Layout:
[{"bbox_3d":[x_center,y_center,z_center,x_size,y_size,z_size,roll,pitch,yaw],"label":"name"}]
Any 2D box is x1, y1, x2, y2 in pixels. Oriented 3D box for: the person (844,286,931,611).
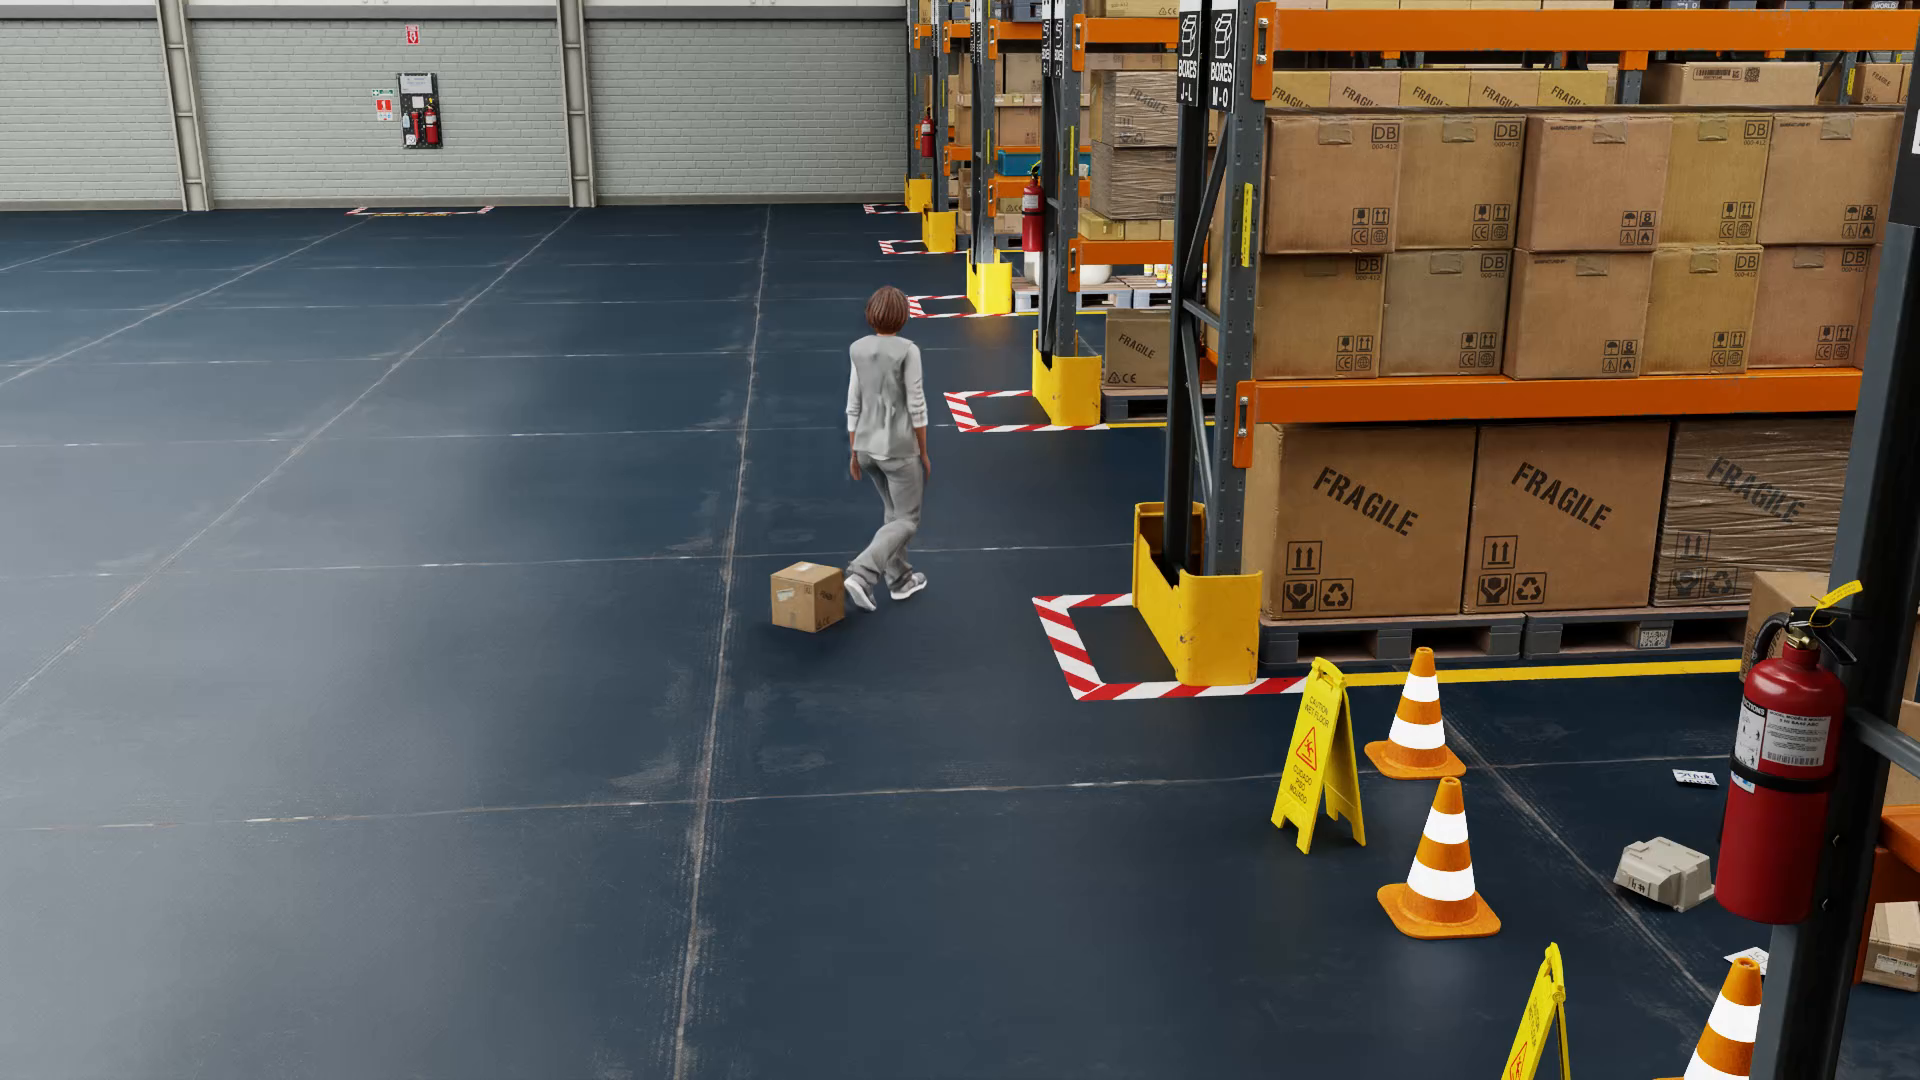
[{"bbox_3d":[-0.366,-0.414,7.873,0.409,1.562,0.805,11,20,31],"label":"person"}]
